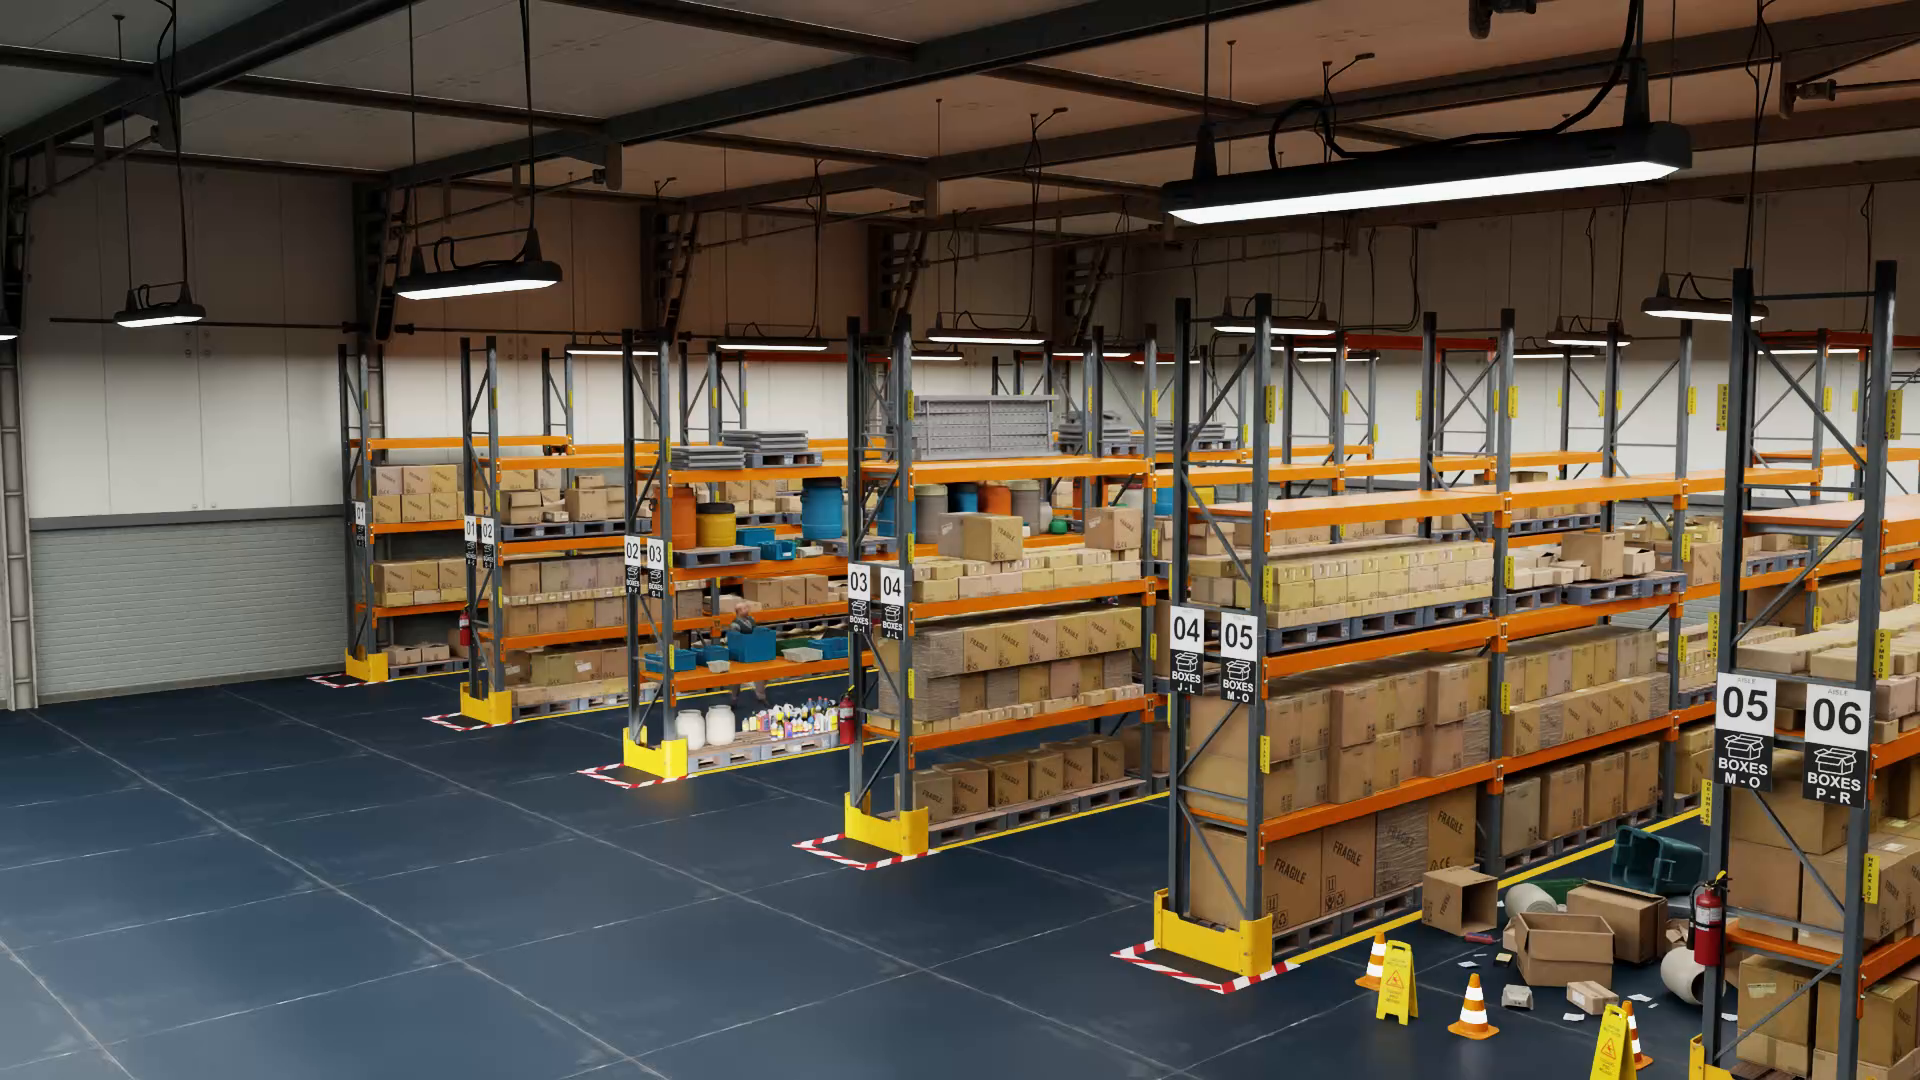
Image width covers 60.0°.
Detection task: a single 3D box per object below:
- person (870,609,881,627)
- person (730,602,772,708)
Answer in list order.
[{"bbox_3d":[-1.683,1.322,34.365,0.648,1.590,0.551,-4,6,-35],"label":"person"},{"bbox_3d":[-3.459,1.883,27.119,0.644,1.756,0.488,-4,7,-39],"label":"person"}]
